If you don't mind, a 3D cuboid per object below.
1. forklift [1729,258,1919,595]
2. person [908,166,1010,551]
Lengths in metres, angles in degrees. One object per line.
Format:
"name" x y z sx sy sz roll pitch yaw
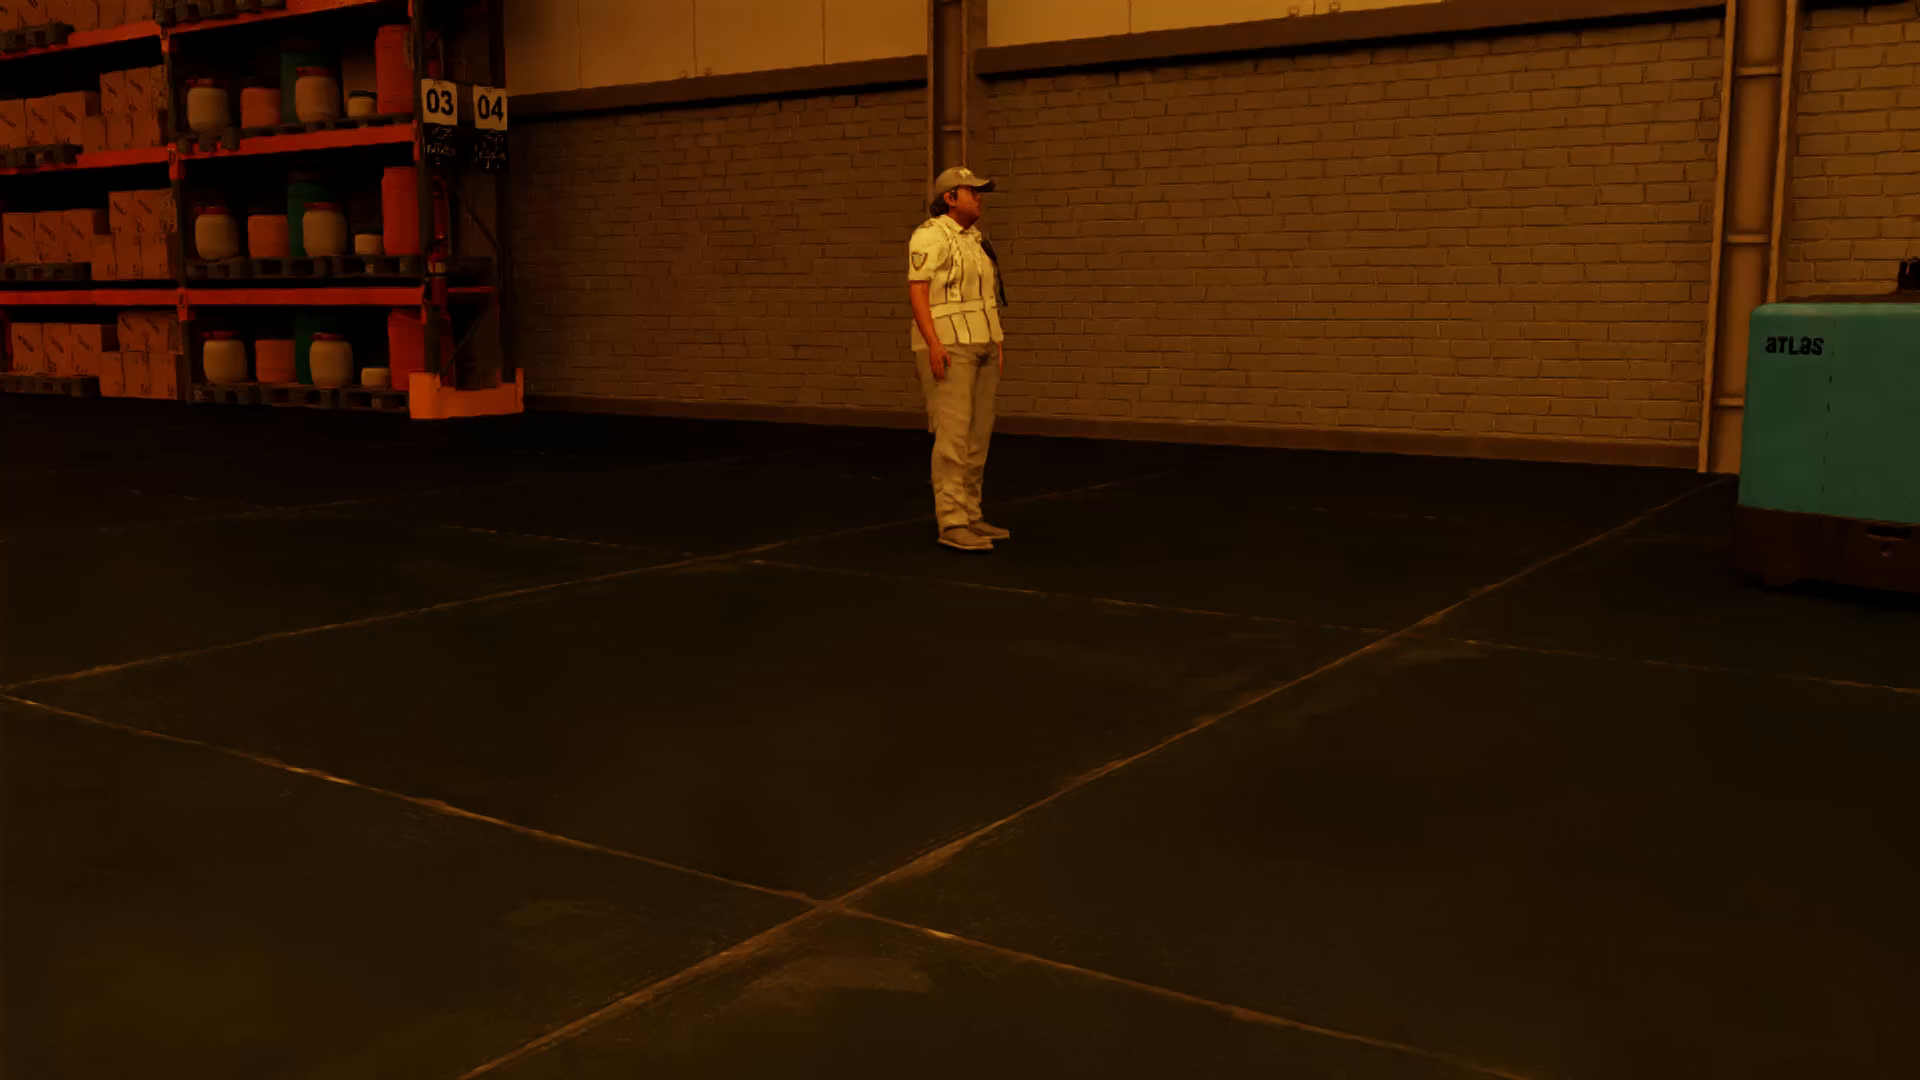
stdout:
"forklift" 4.222 -1.149 5.276 1.130 2.935 3.031 -6 10 -36
"person" 0.051 -0.823 7.424 0.529 1.669 0.598 5 10 34
